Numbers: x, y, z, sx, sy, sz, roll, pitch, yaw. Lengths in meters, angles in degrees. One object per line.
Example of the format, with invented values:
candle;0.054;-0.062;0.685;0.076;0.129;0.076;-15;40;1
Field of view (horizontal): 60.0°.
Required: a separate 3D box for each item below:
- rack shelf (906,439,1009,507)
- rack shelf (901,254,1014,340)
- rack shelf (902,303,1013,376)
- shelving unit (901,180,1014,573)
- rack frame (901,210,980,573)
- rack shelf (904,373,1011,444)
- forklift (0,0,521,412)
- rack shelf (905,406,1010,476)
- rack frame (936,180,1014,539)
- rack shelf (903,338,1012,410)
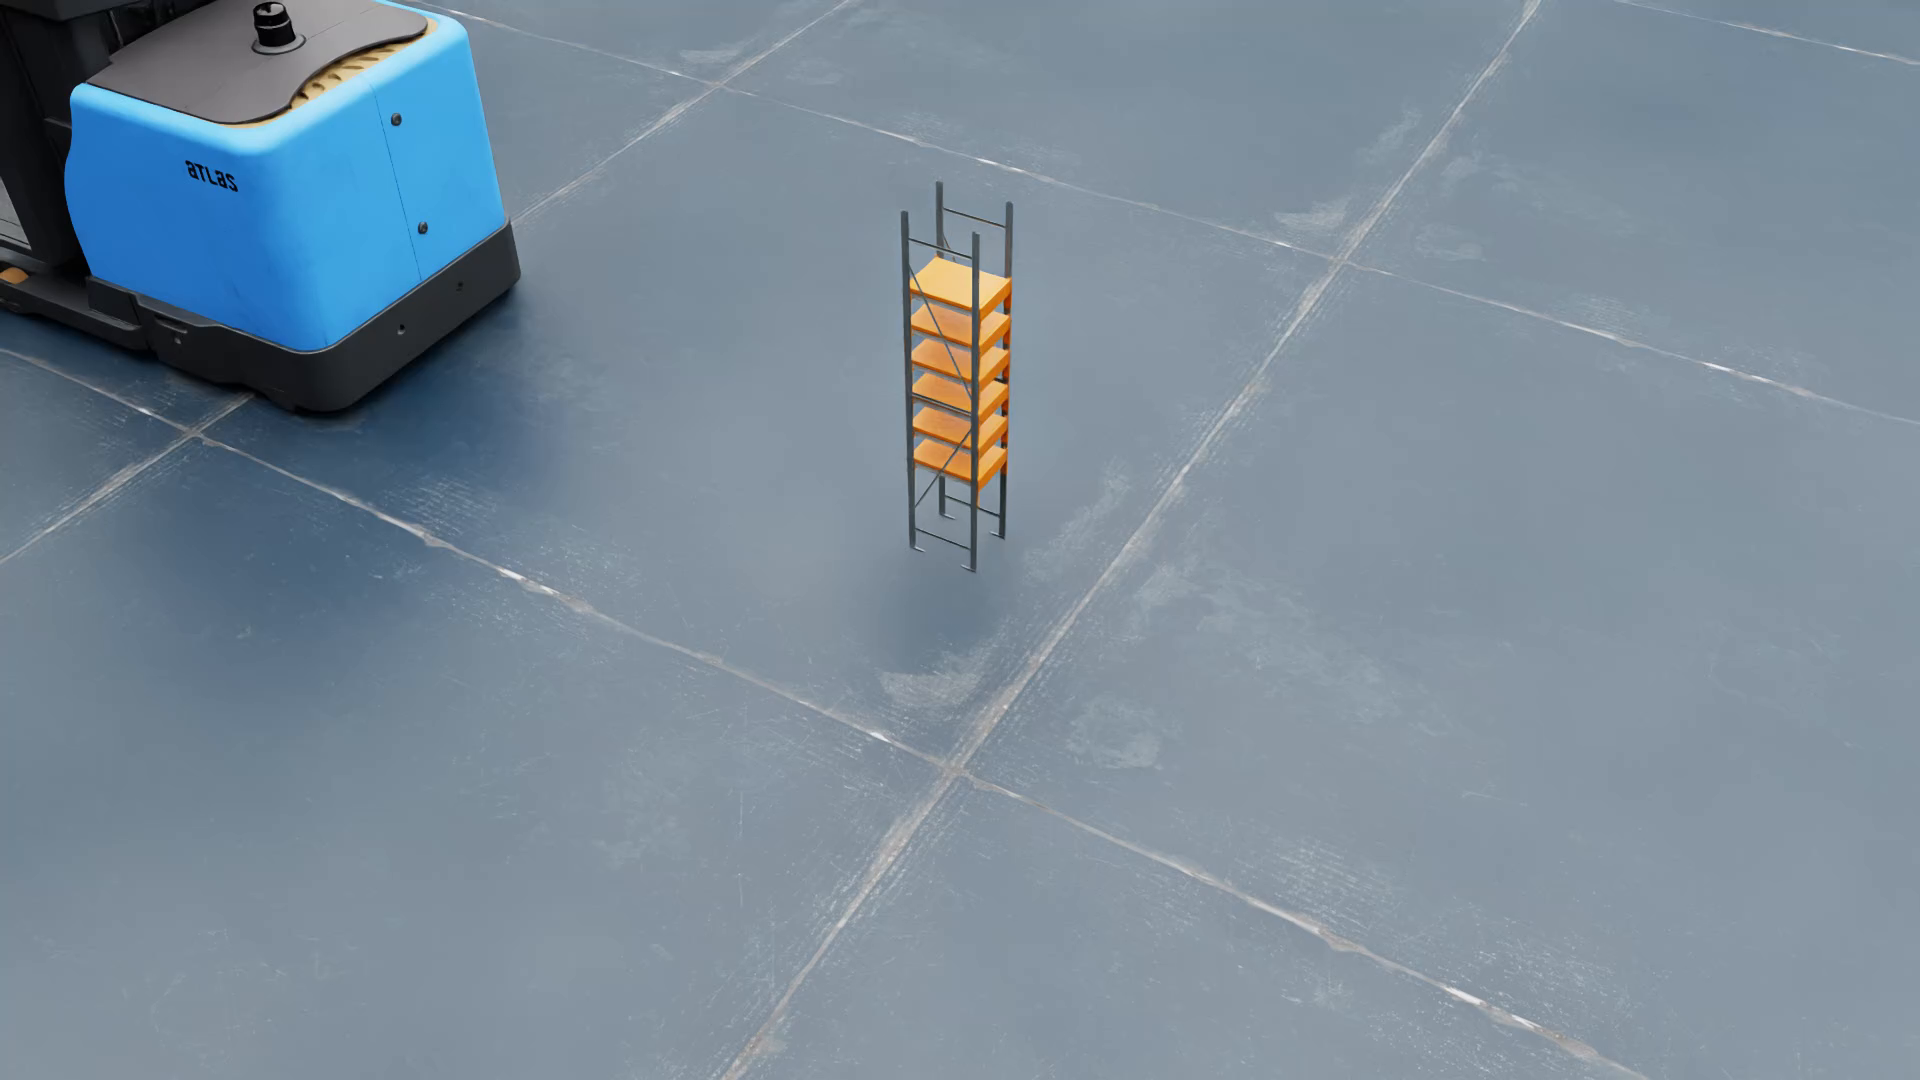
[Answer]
rack shelf;-0.007;-0.229;5.032;0.258;0.103;0.180;21;45;22
rack shelf;-0.007;-0.679;4.636;0.258;0.103;0.180;21;45;22
rack shelf;-0.007;-0.589;4.715;0.258;0.103;0.180;21;45;22
shelving unit;-0.007;-0.442;4.844;0.258;1.200;0.189;21;45;22
rack frame;-0.053;-0.390;4.785;0.240;1.200;0.006;21;45;22
rack shelf;-0.007;-0.409;4.873;0.258;0.103;0.180;21;45;22
forklift;-3.201;-2.233;5.568;3.031;2.935;1.130;19;45;21
rack shelf;-0.007;-0.319;4.953;0.258;0.103;0.180;21;45;22
rack frame;0.039;-0.494;4.904;0.240;1.200;0.006;21;45;22
rack shelf;-0.007;-0.499;4.794;0.258;0.103;0.180;21;45;22
